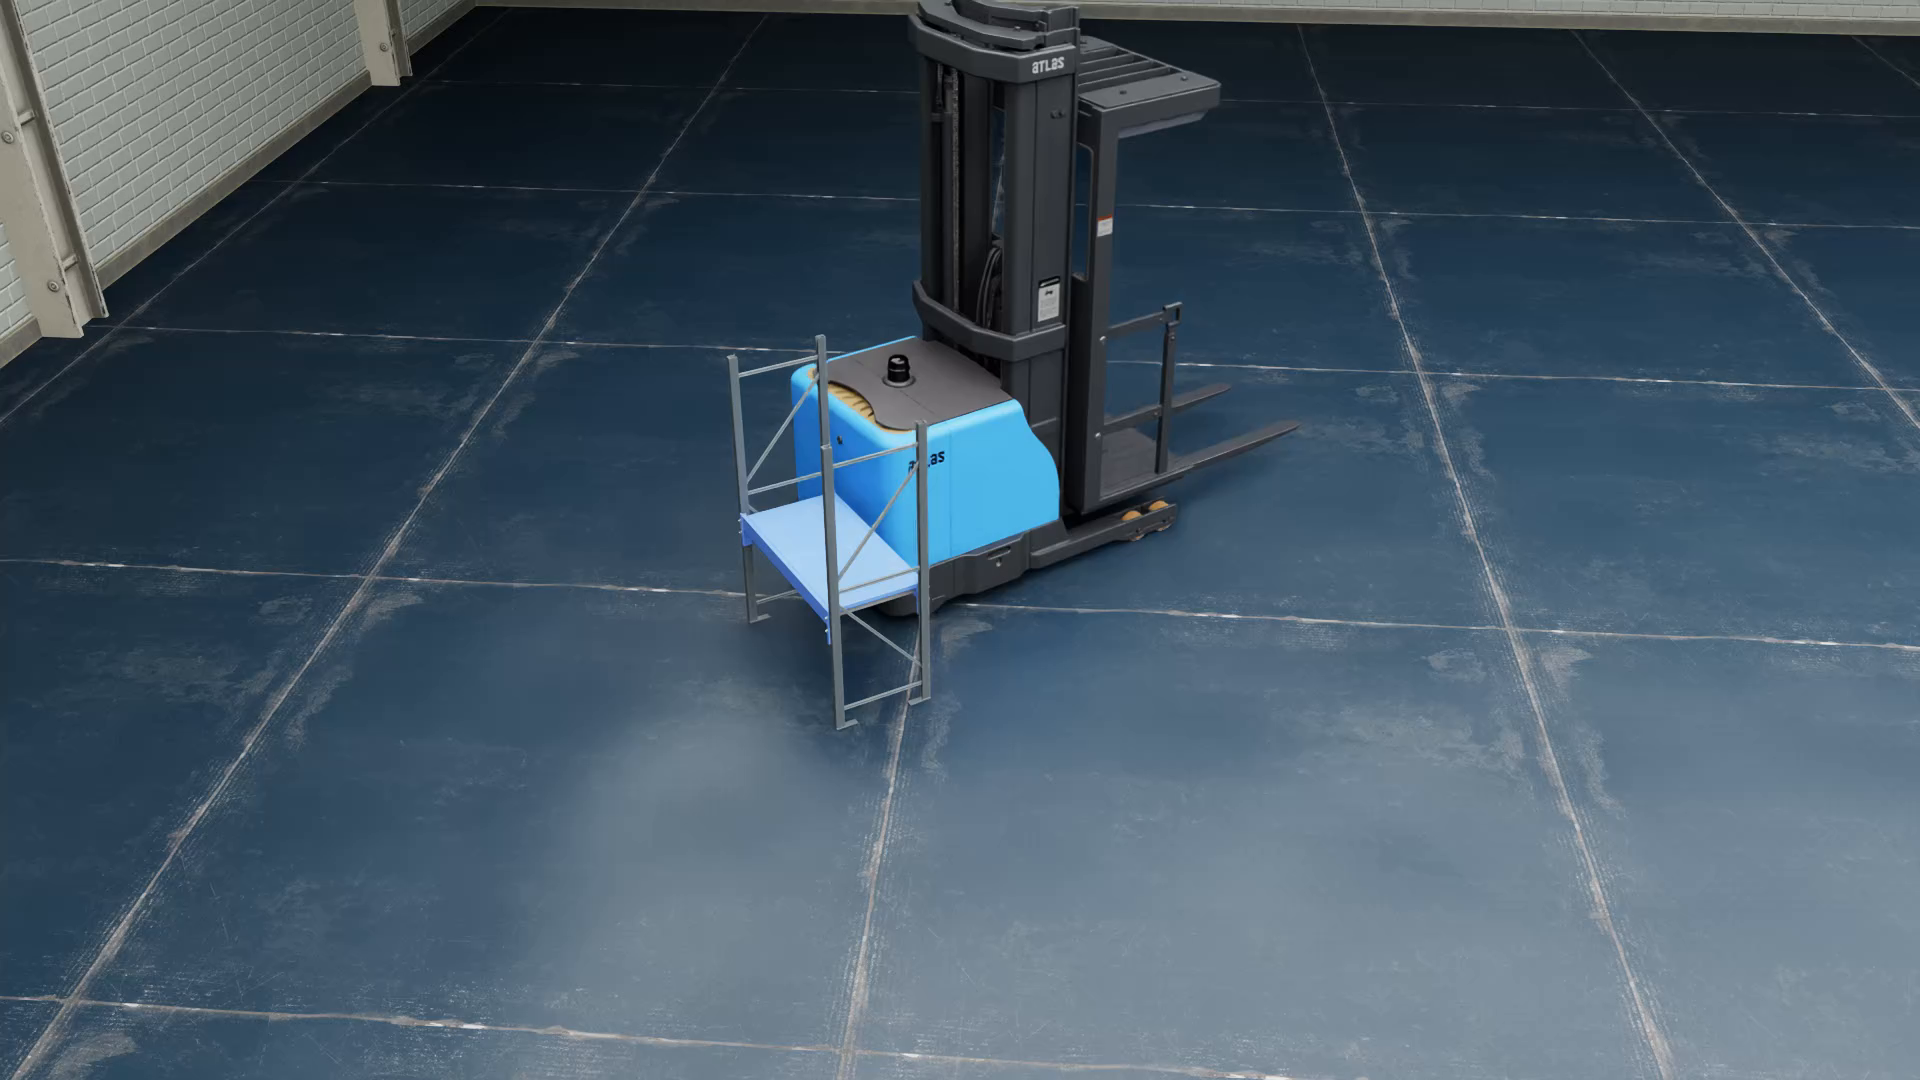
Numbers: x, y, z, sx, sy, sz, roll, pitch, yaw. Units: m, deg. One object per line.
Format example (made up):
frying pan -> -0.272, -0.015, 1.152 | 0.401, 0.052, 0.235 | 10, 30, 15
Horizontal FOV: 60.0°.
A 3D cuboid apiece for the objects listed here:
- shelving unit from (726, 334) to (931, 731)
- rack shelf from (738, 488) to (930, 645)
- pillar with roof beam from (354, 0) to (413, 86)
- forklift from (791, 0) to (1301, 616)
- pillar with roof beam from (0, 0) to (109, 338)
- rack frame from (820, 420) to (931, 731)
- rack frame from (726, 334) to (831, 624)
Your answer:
shelving unit -> -0.618, -0.047, 7.897 | 0.538, 1.500, 1.048 | -17, 35, -25
rack shelf -> -0.618, 0.106, 7.991 | 0.538, 0.185, 1.000 | -17, 35, -25
pillar with roof beam -> -1.456, -8.295, 14.132 | 9.100, 9.000, 0.400 | 2, 32, 4
forklift -> 0.610, -1.451, 8.810 | 3.031, 2.935, 1.130 | -20, 37, -29
pillar with roof beam -> -1.944, -5.157, 9.041 | 9.100, 9.000, 0.400 | 2, 32, 4
rack frame -> -0.367, 0.185, 7.521 | 0.500, 1.500, 0.032 | -17, 35, -25
rack frame -> -0.869, -0.279, 8.273 | 0.500, 1.500, 0.032 | -17, 35, -25
